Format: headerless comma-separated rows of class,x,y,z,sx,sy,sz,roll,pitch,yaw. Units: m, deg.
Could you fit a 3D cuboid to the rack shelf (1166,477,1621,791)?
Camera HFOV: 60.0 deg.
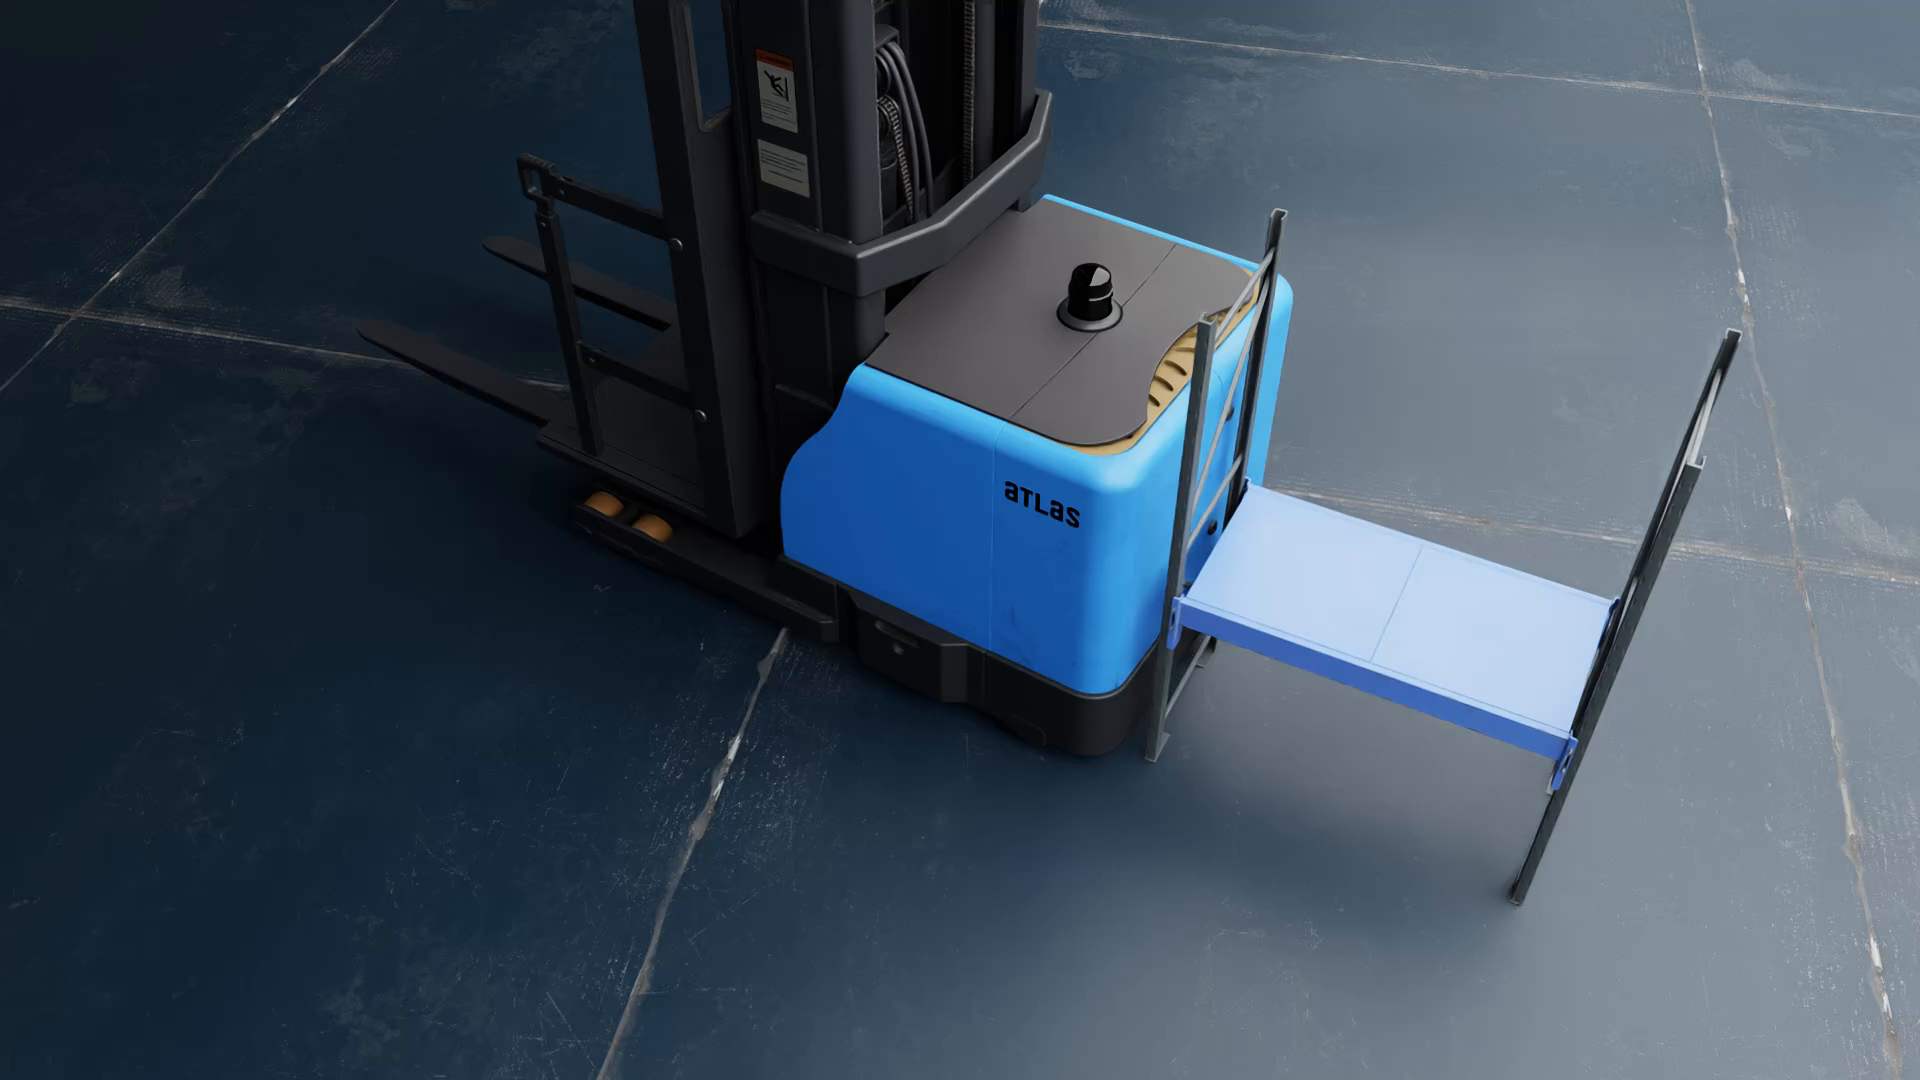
rack shelf,1.092,0.212,4.208,1.000,0.185,0.538,20,47,19

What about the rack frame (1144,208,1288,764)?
rack frame,0.640,-0.079,4.251,0.032,1.500,0.500,20,47,19

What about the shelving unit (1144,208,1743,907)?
shelving unit,1.092,0.082,4.083,1.048,1.500,0.538,20,47,19

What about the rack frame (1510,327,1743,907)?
rack frame,1.543,0.244,3.915,0.032,1.500,0.500,20,47,19

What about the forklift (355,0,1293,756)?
forklift,-0.612,-1.255,4.440,3.031,2.935,1.130,24,49,23
